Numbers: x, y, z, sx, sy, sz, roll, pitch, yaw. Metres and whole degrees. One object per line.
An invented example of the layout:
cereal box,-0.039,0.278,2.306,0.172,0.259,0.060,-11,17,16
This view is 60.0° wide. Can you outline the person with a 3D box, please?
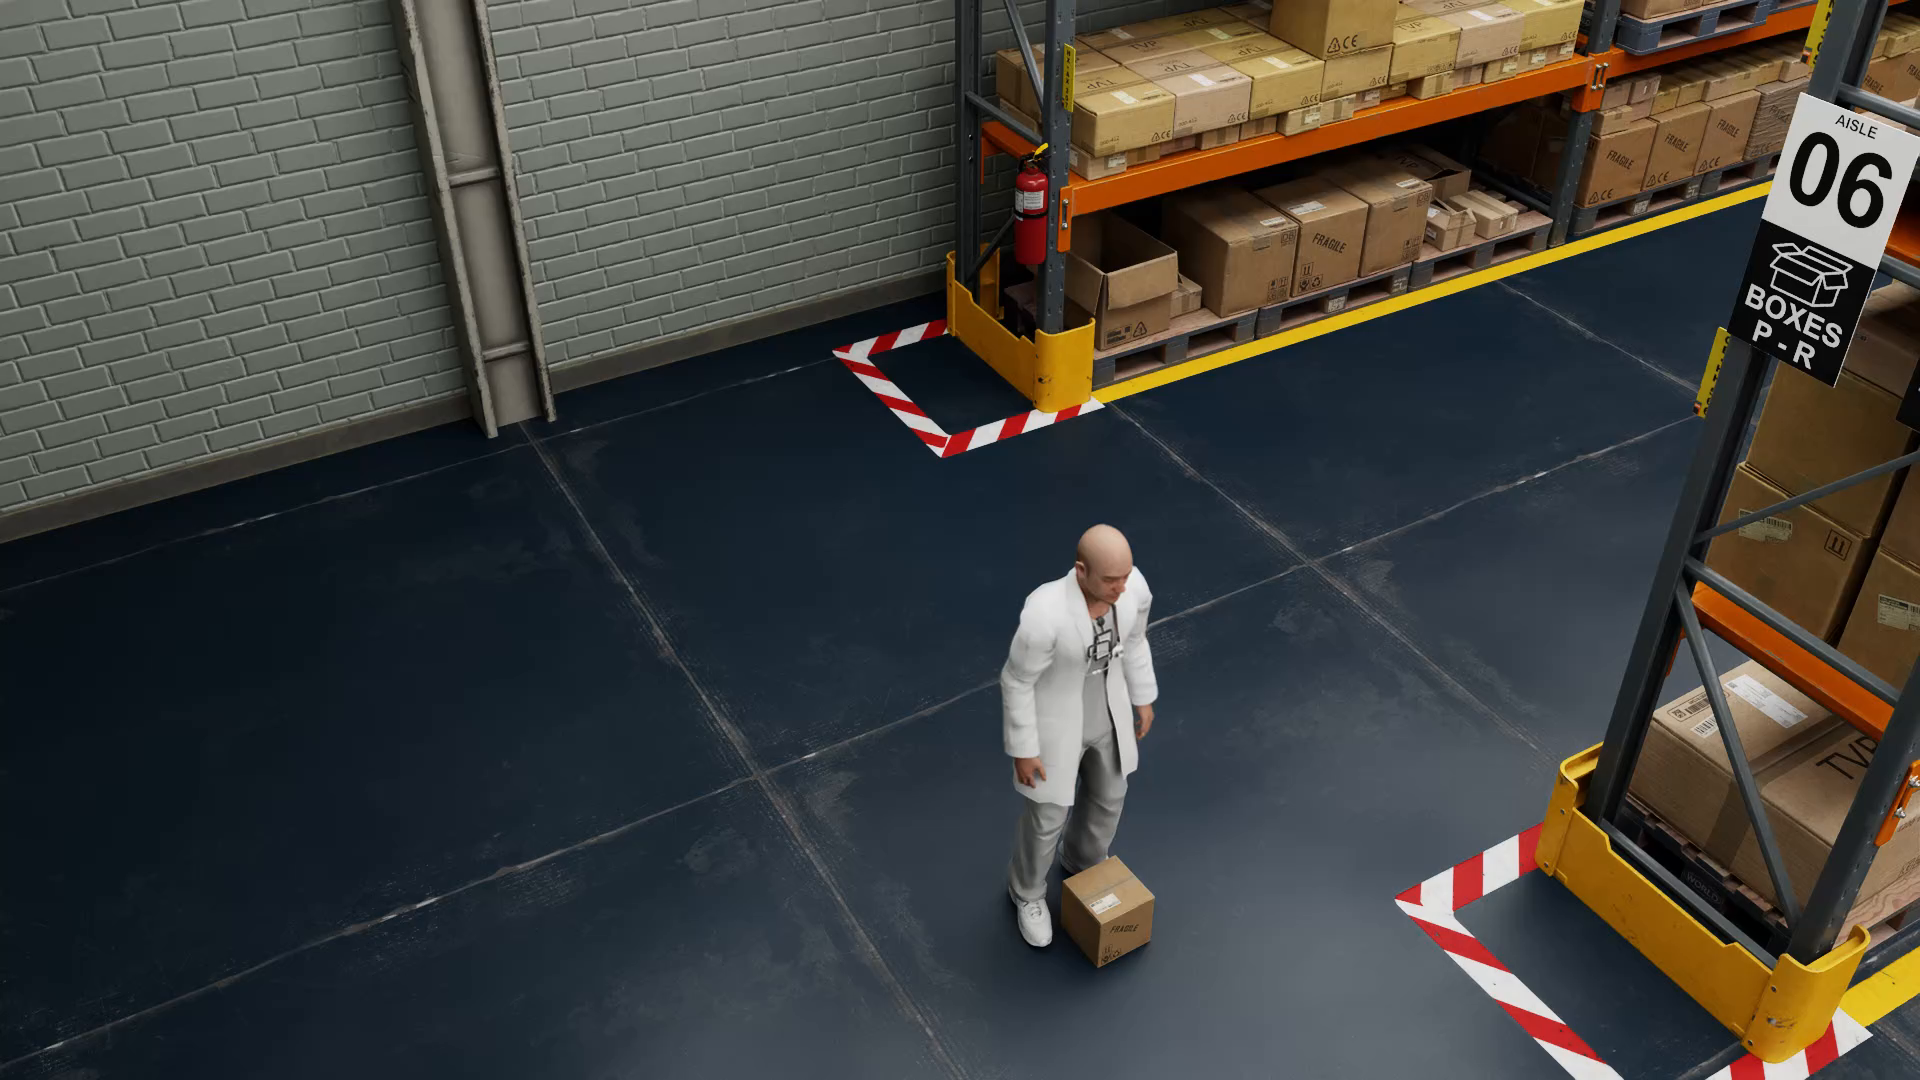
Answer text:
person,0.436,0.665,6.037,0.656,1.774,0.416,-20,41,-25
